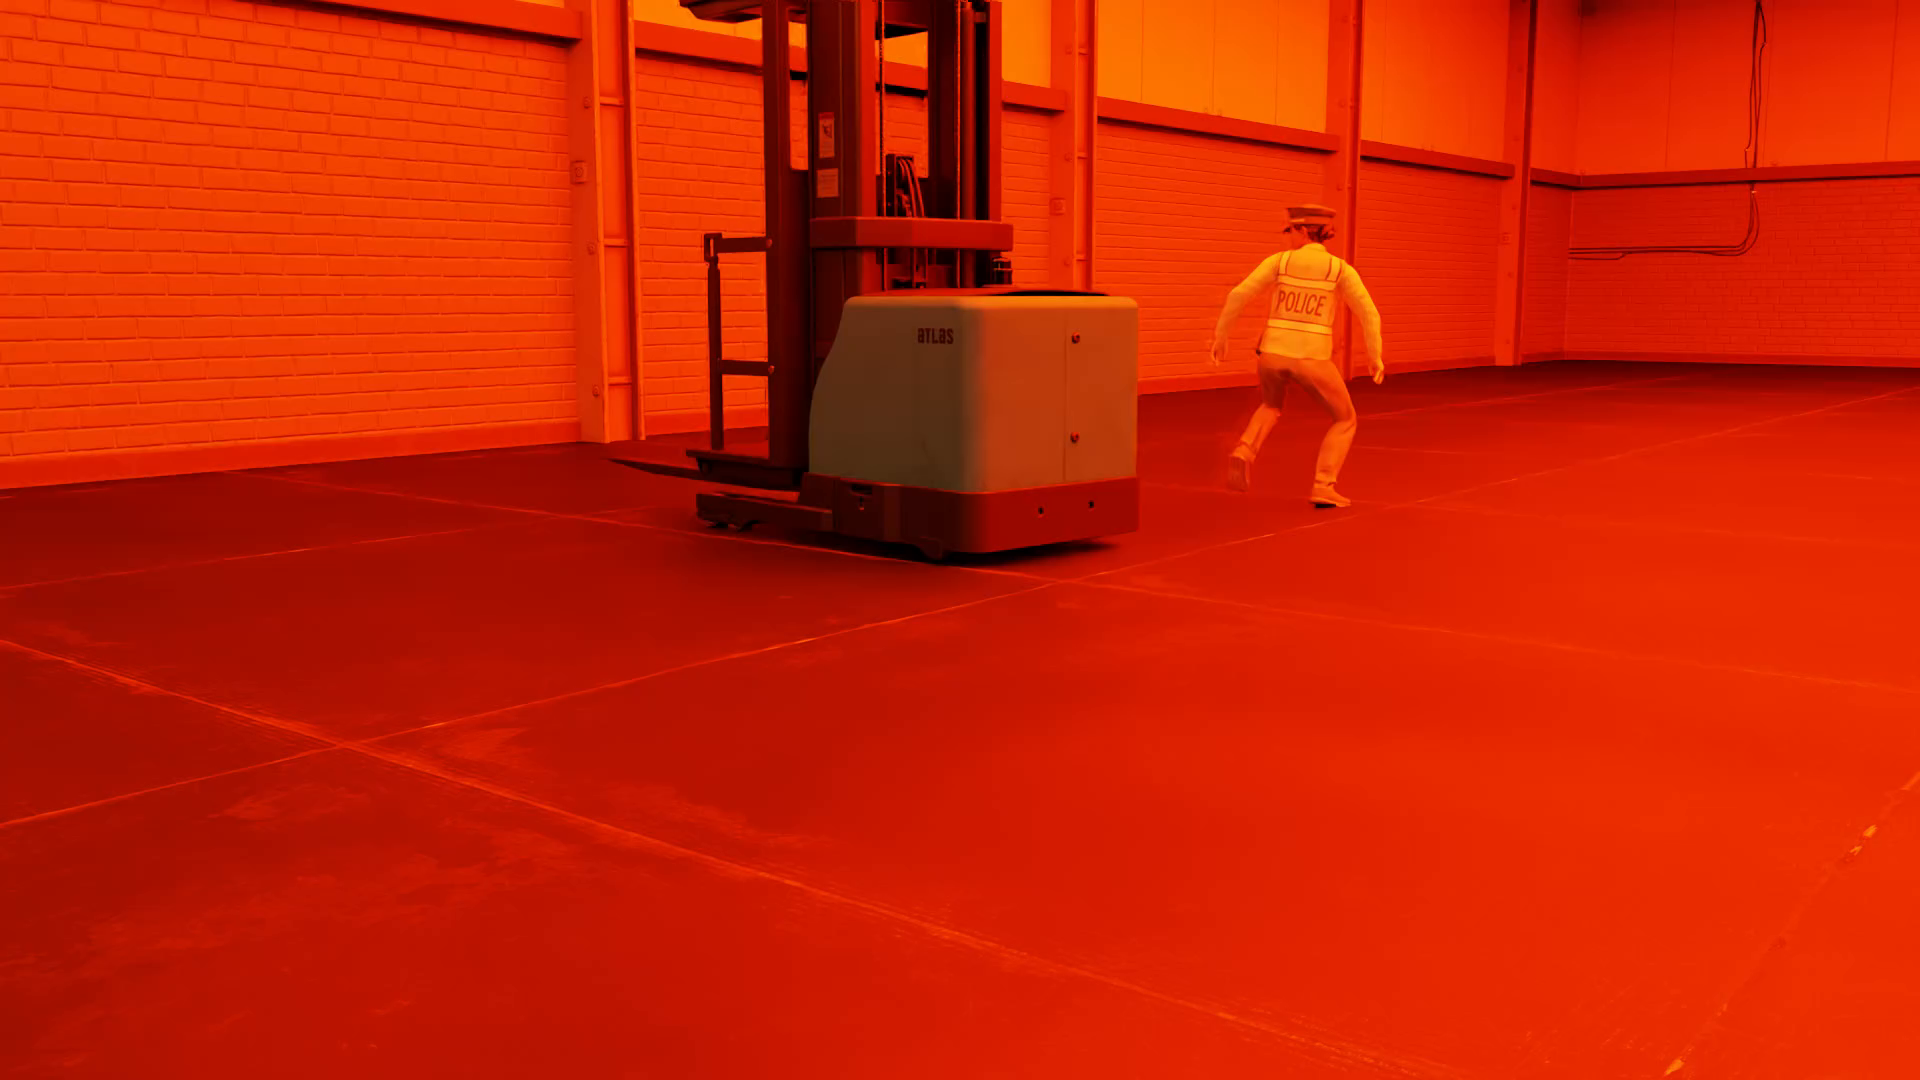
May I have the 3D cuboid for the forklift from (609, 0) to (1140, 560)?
[{"bbox_3d":[-0.591,-1.533,7.760,1.130,2.935,3.031,-8,11,-42],"label":"forklift"}]

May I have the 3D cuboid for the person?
[{"bbox_3d":[1.746,-0.946,8.608,0.804,1.561,0.516,5,10,29],"label":"person"}]
